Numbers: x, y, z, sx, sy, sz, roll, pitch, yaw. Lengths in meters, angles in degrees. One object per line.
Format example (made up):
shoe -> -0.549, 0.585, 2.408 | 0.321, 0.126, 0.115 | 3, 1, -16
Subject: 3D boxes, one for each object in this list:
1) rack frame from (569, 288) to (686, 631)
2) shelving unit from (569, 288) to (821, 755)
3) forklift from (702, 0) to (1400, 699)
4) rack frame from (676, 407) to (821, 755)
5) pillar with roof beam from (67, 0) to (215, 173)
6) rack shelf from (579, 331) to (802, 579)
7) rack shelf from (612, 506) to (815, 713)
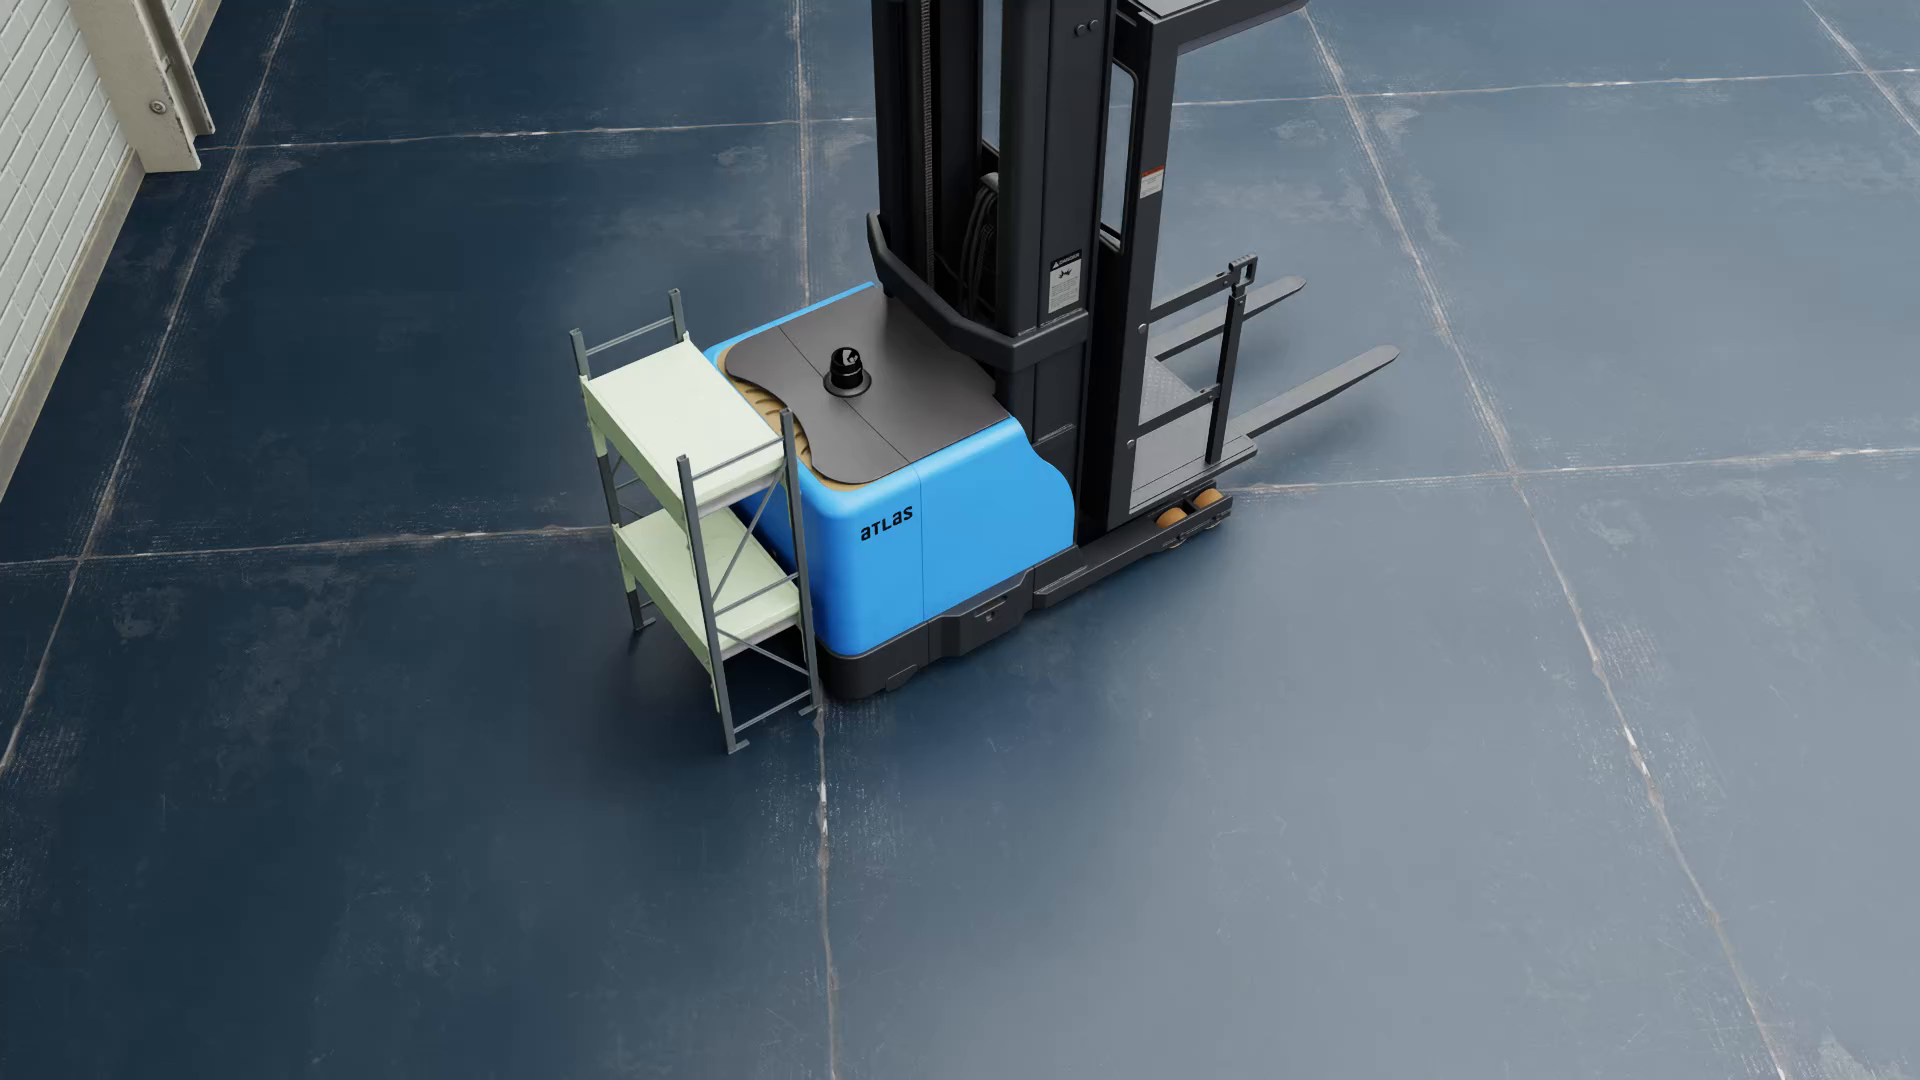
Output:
rack frame -> -1.116, -0.246, 6.087 | 0.400, 1.500, 0.023 | -27, 52, -23
shelving unit -> -0.906, -0.029, 5.881 | 0.431, 1.500, 0.755 | -27, 52, -23
forklift -> 0.519, -1.267, 6.068 | 3.031, 2.935, 1.130 | -27, 52, -23
rack frame -> -0.695, 0.188, 5.675 | 0.400, 1.500, 0.023 | -27, 52, -23
pillar with roof beam -> 0.125, -5.431, 5.833 | 9.100, 9.000, 0.400 | -3, 47, -3
rack shelf -> -0.906, -0.297, 5.598 | 0.431, 0.370, 0.720 | -27, 52, -23
rack shelf -> -0.906, 0.195, 6.118 | 0.431, 0.370, 0.720 | -27, 52, -23
